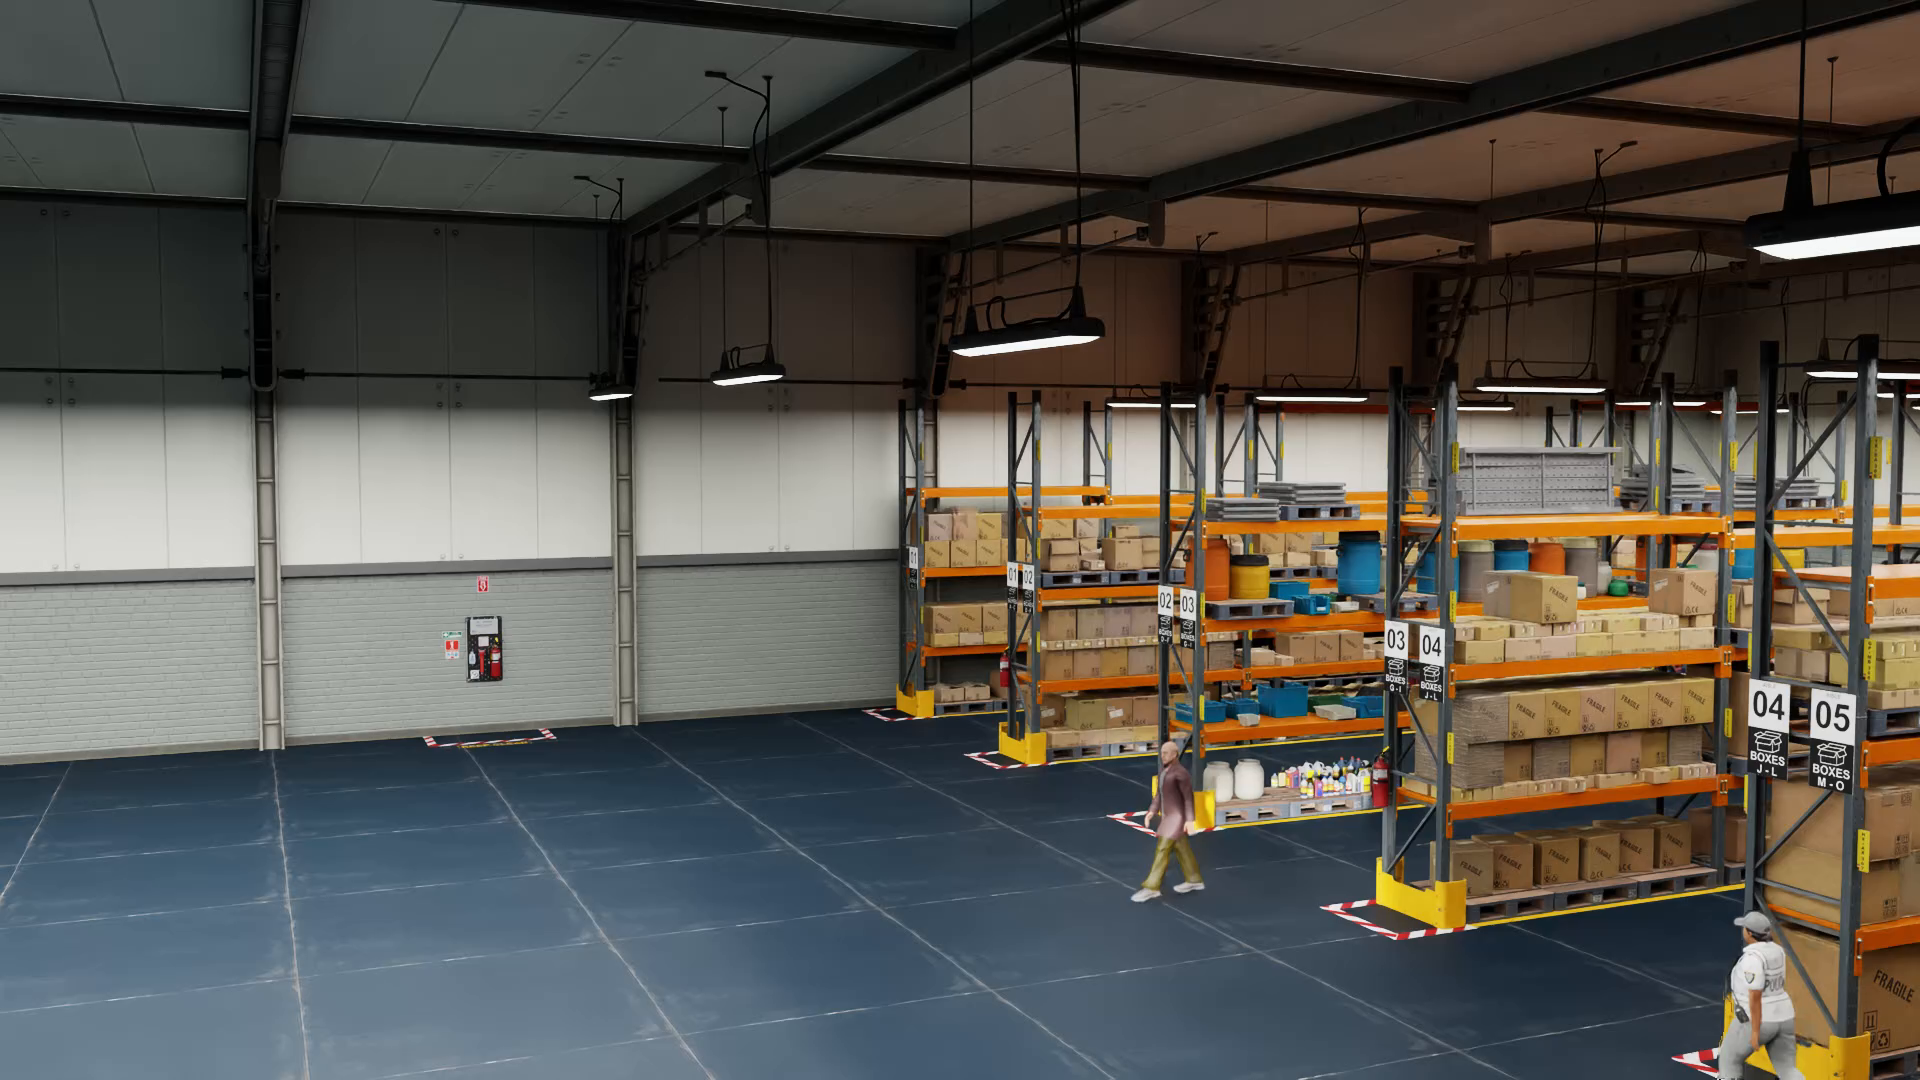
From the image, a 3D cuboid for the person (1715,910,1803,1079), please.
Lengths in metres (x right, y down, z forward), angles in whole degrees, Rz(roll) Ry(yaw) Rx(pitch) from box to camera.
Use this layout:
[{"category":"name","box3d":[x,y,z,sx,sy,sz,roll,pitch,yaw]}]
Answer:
[{"category":"person","box3d":[6.058,3.609,12.540,0.501,1.615,0.991,-2,4,-29]}]

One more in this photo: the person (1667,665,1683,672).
[{"category":"person","box3d":[13.418,2.515,30.826,1.082,1.667,0.612,-2,4,-27]}]

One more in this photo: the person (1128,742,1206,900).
[{"category":"person","box3d":[2.339,3.161,18.891,1.010,1.739,0.594,-1,3,-10]}]
